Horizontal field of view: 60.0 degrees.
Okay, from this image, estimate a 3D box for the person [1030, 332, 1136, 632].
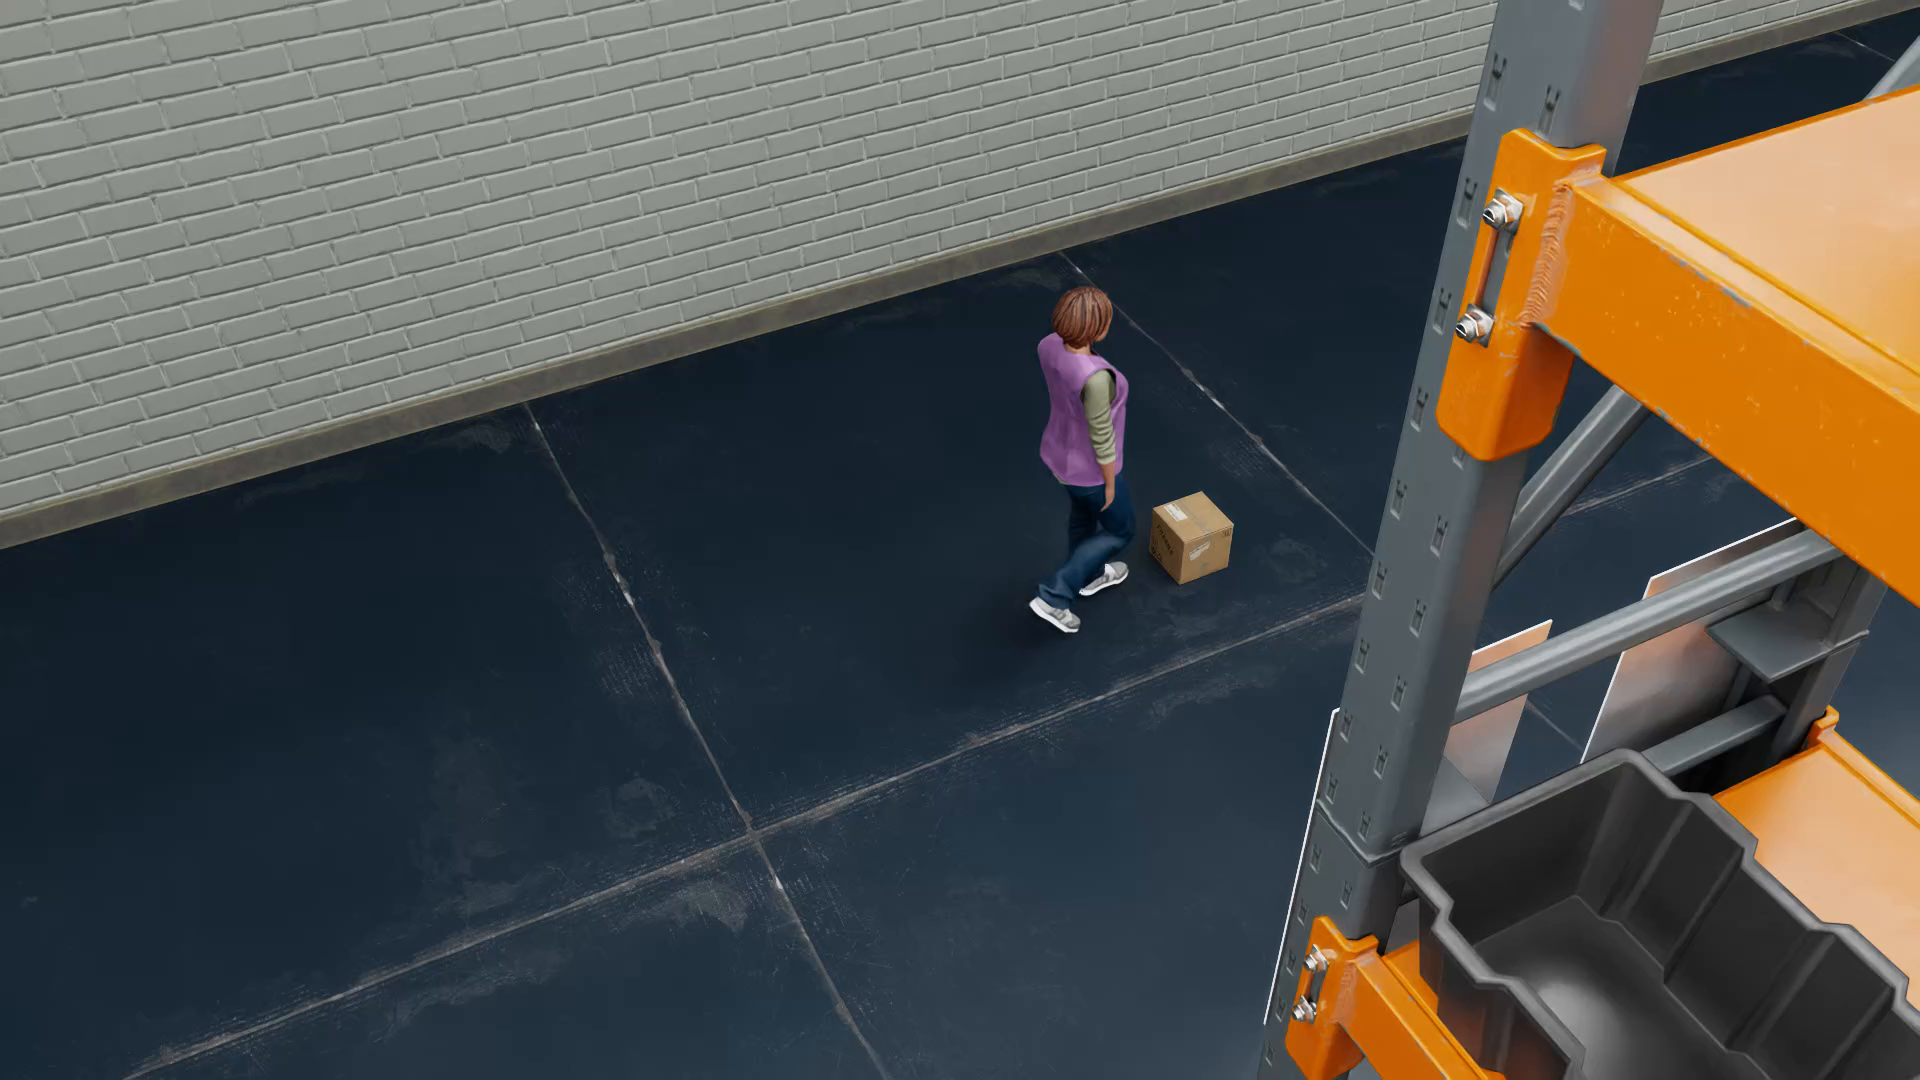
[{"bbox_3d":[0.500,-0.229,6.572,0.594,1.362,0.436,-21,46,-21],"label":"person"}]
